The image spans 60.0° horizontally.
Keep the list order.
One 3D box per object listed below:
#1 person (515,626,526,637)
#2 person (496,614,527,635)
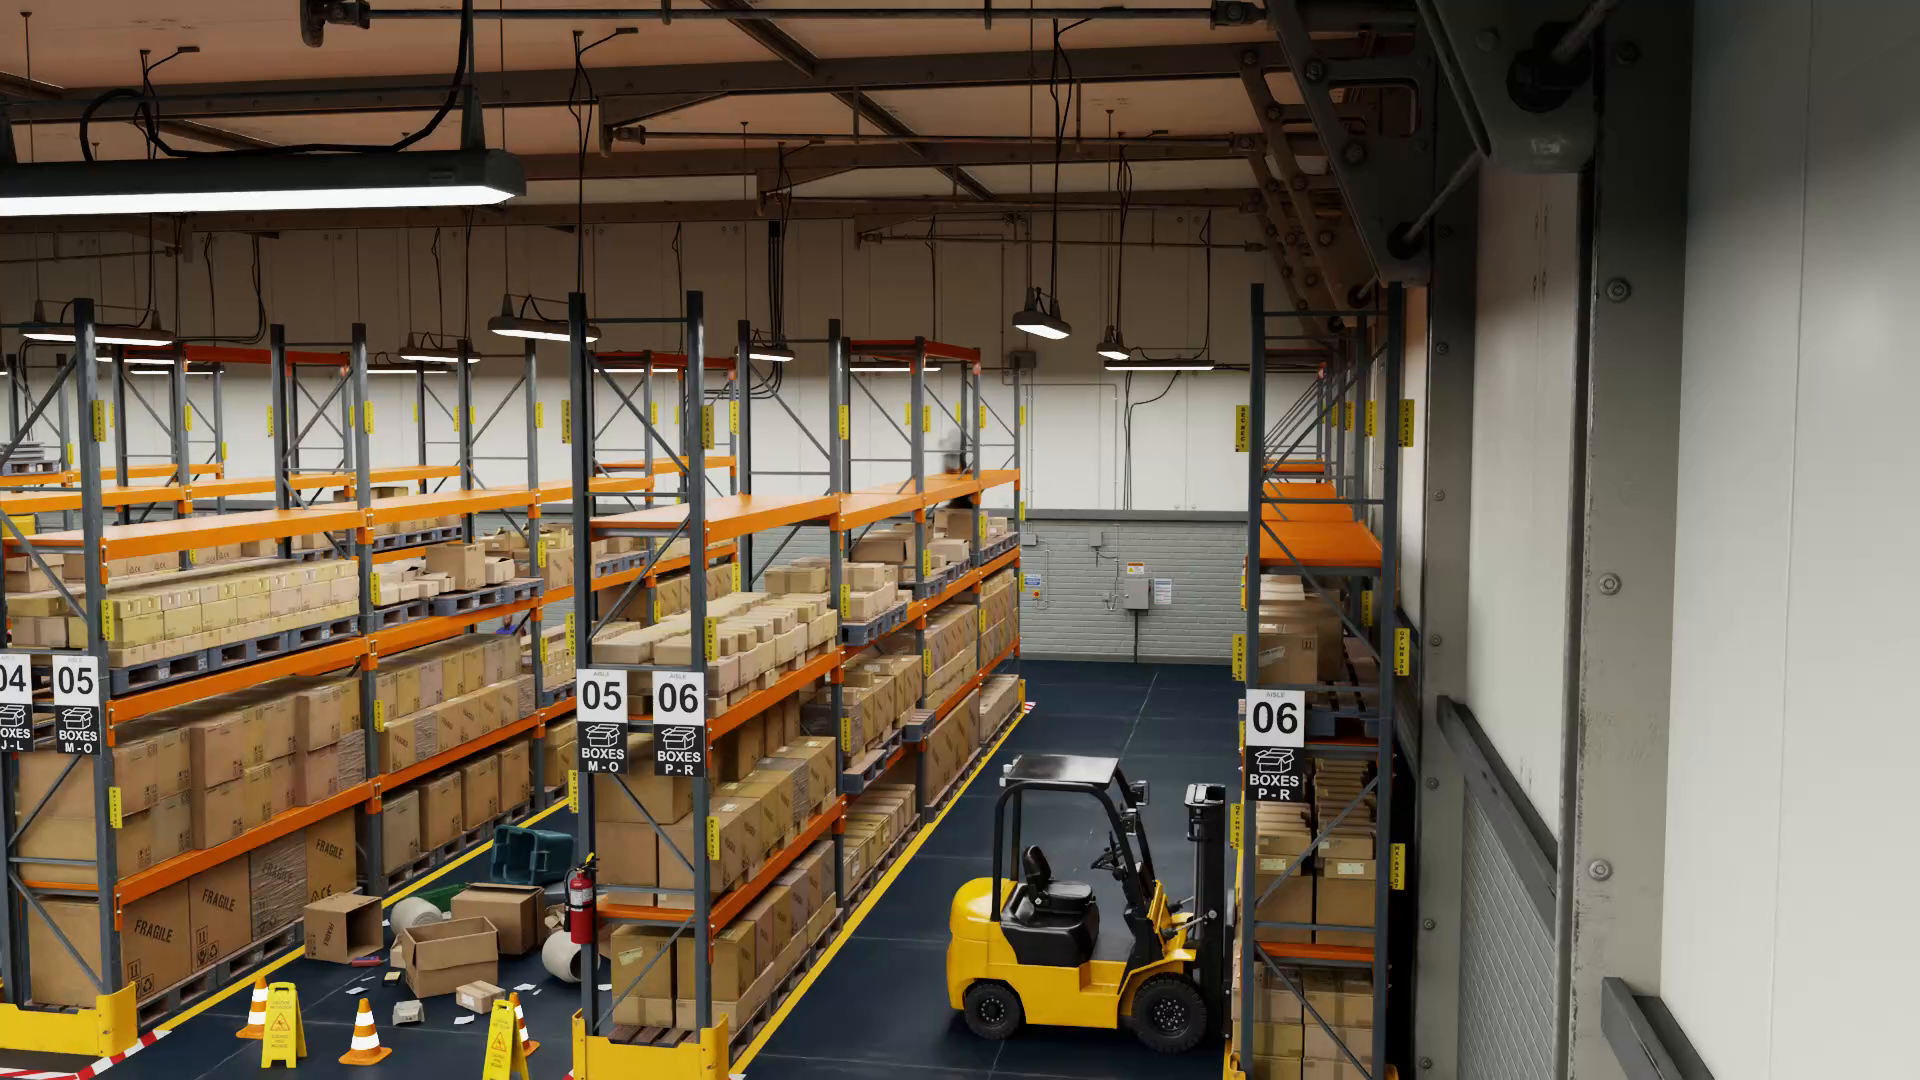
[{"bbox_3d":[-7.207,2.178,27.330,0.538,1.568,0.736,0,5,5],"label":"person"},{"bbox_3d":[-7.755,2.060,28.798,0.624,1.612,0.738,0,5,1],"label":"person"}]
